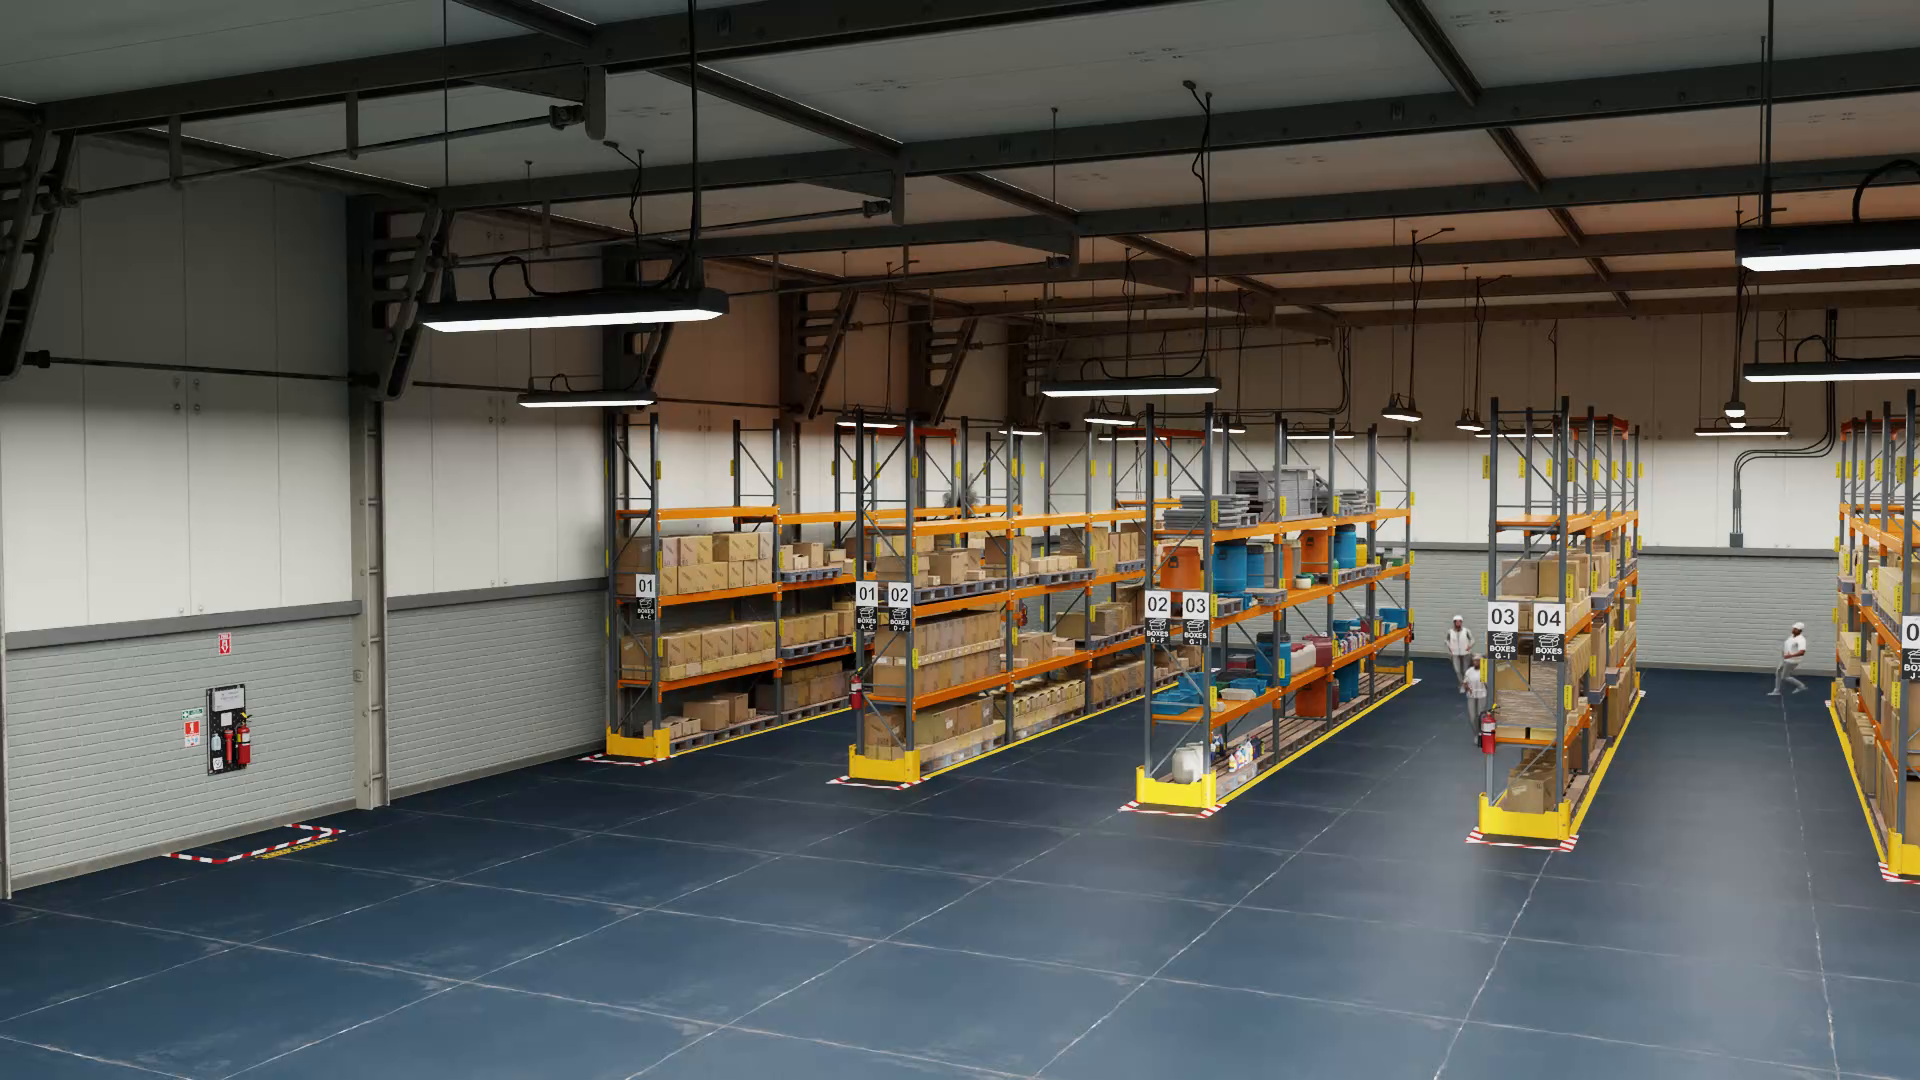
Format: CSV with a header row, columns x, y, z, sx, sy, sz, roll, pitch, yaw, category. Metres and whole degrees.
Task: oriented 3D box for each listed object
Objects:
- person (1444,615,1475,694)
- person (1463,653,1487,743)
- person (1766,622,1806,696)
x,y,z,sx,sy,sz,roll,pitch,yaw,category
11.259,2.568,37.515,0.677,1.748,0.718,1,3,19,person
9.481,2.893,30.451,0.566,1.661,0.548,1,3,28,person
18.180,2.632,36.462,0.743,1.692,0.777,1,2,12,person
